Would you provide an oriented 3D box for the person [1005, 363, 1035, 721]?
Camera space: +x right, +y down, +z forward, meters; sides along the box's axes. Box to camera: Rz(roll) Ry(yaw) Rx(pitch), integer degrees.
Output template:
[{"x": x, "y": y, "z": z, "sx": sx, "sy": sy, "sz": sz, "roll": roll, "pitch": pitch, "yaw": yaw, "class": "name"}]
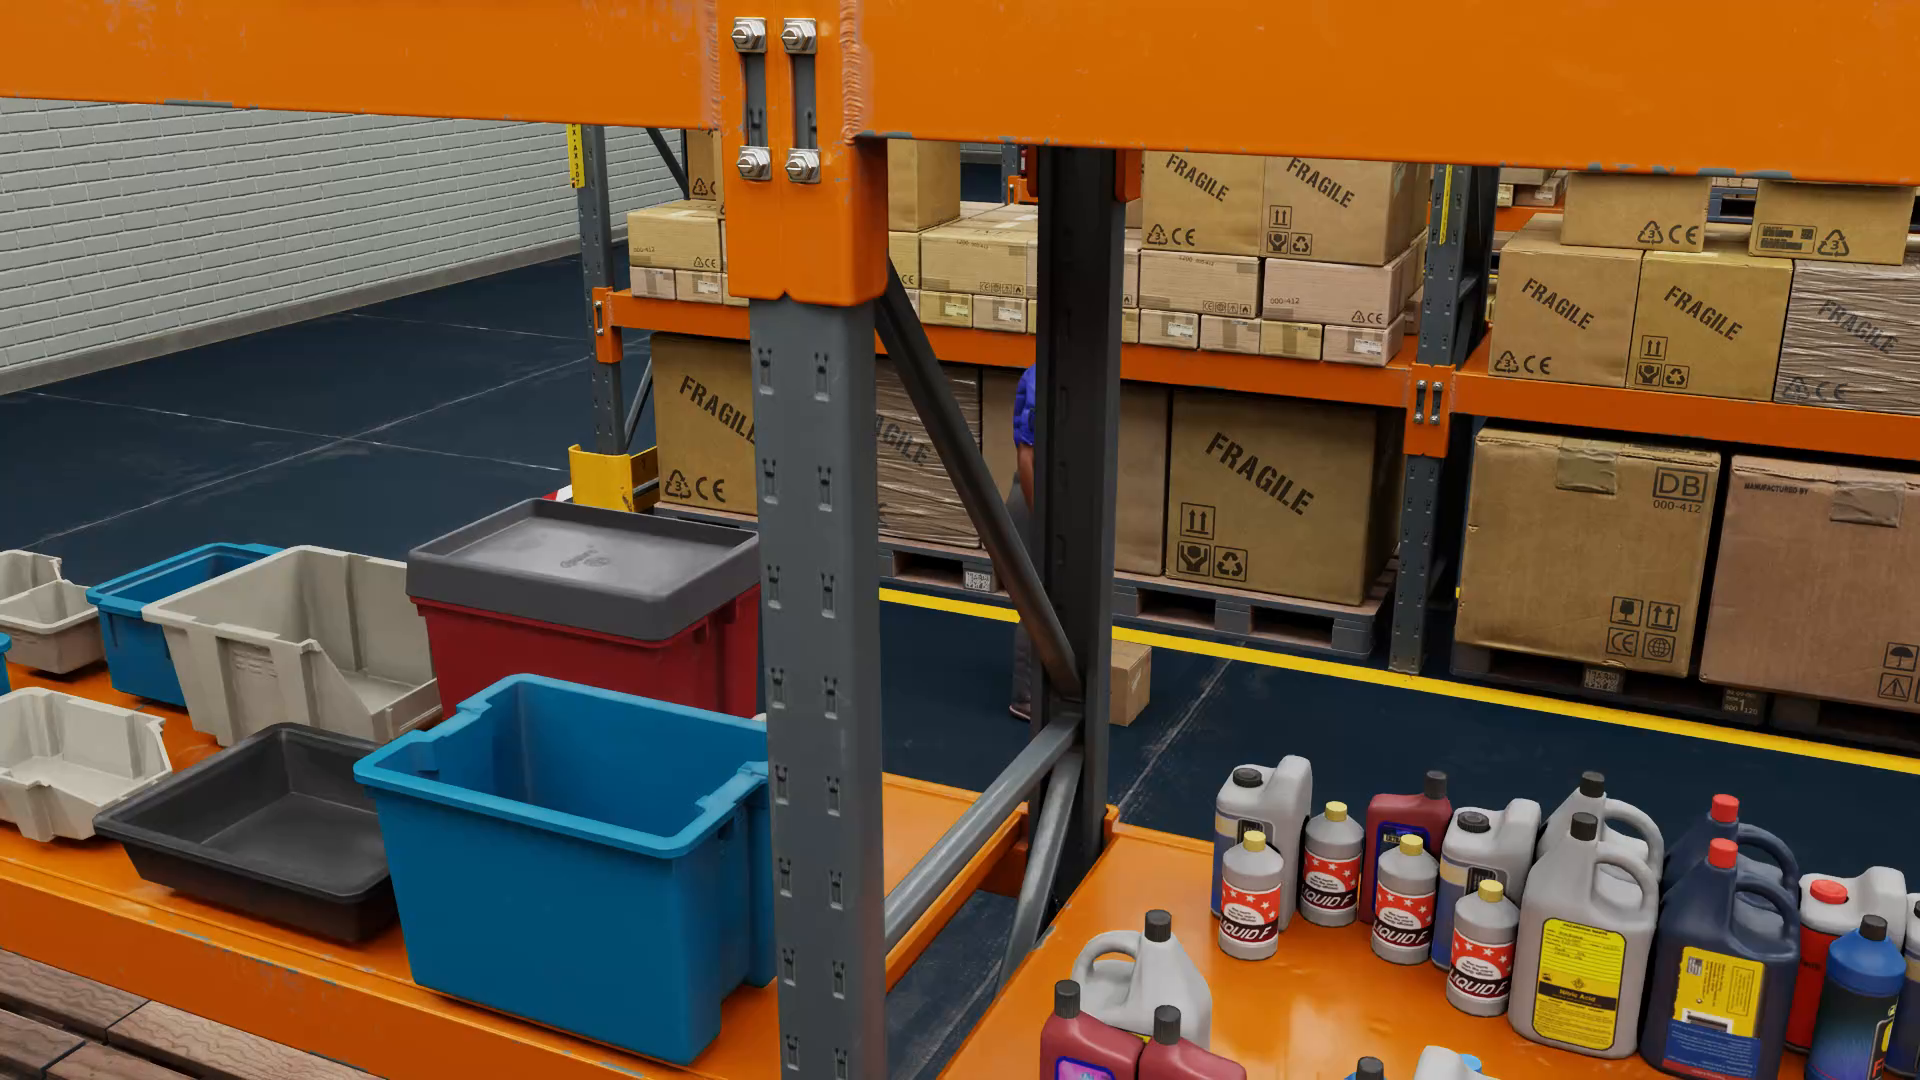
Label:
[{"x": 0.363, "y": -0.124, "z": 6.431, "sx": 0.346, "sy": 1.654, "sz": 0.508, "roll": 8, "pitch": 21, "yaw": 21, "class": "person"}]
